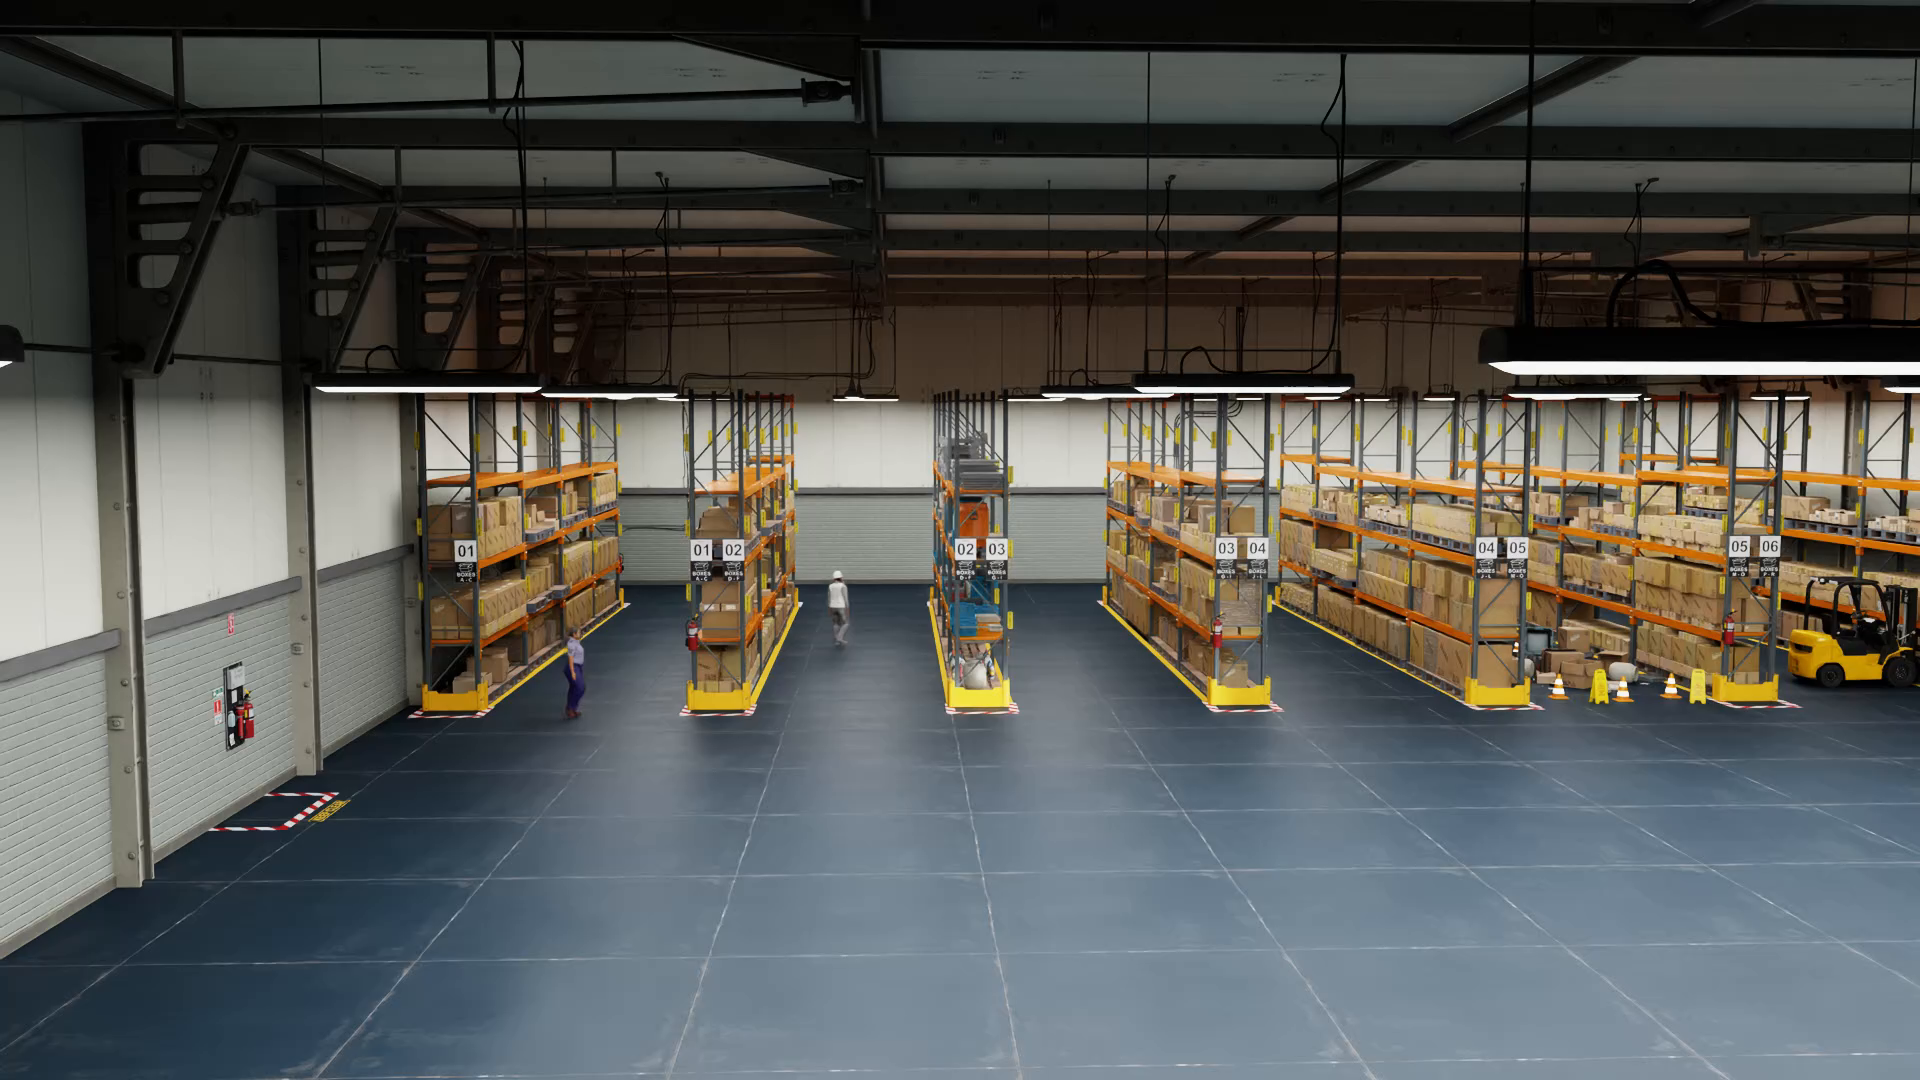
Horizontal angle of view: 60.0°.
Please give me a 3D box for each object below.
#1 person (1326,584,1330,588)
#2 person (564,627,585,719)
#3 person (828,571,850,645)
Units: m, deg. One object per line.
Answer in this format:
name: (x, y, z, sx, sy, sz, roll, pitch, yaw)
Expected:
person: (11.219, 0.749, 50.282, 0.831, 1.743, 0.569, -2, 5, -22)
person: (-7.044, 2.417, 30.468, 0.423, 1.671, 0.507, 0, 5, 0)
person: (-2.896, 1.620, 39.537, 0.566, 1.774, 0.484, 3, 5, 30)
